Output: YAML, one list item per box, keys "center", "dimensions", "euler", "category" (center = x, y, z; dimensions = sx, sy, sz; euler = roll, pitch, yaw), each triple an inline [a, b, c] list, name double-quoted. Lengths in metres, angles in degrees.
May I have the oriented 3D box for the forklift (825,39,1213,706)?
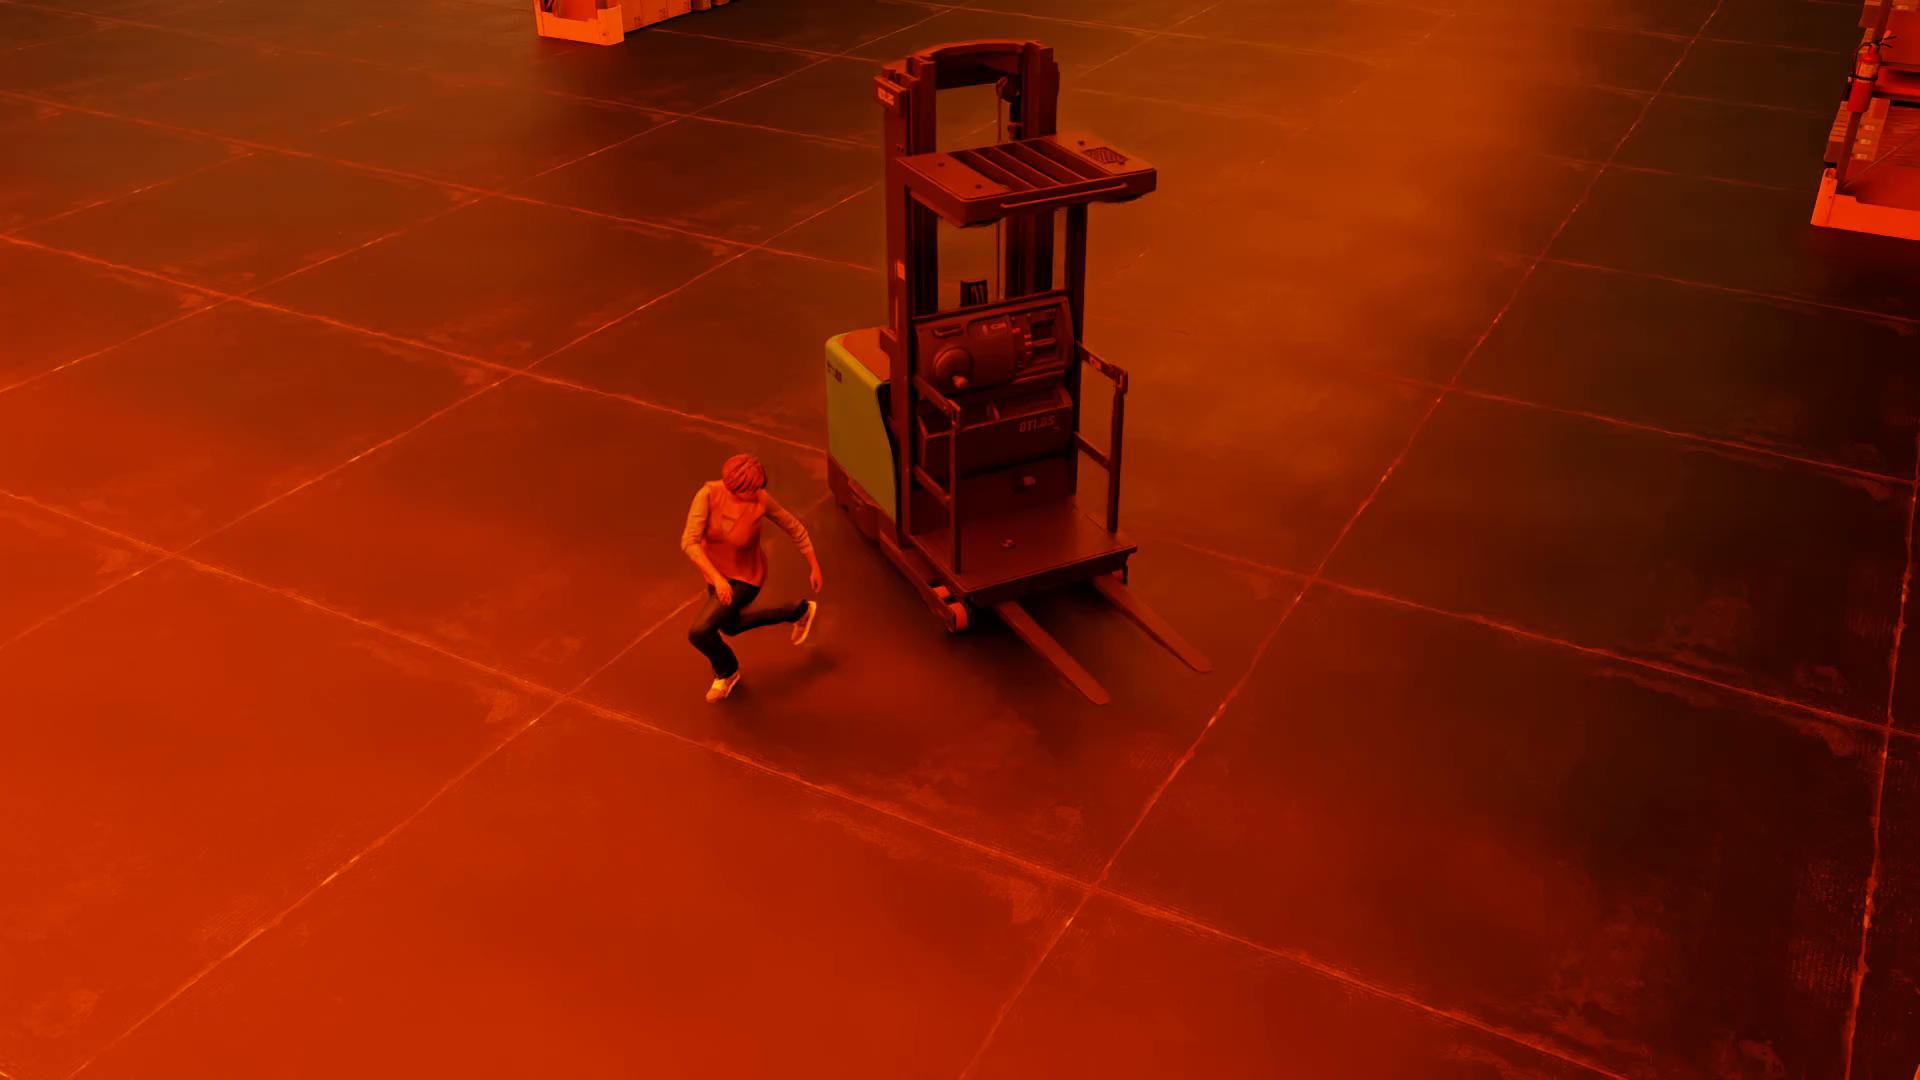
- center: [0.294, -1.015, 8.830]
  dimensions: [1.130, 2.935, 3.031]
  euler: [-14, 33, -23]
  category: "forklift"

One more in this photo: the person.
- center: [-1.047, 0.146, 8.424]
  dimensions: [0.547, 1.382, 0.823]
  euler: [19, 35, 30]
  category: "person"
